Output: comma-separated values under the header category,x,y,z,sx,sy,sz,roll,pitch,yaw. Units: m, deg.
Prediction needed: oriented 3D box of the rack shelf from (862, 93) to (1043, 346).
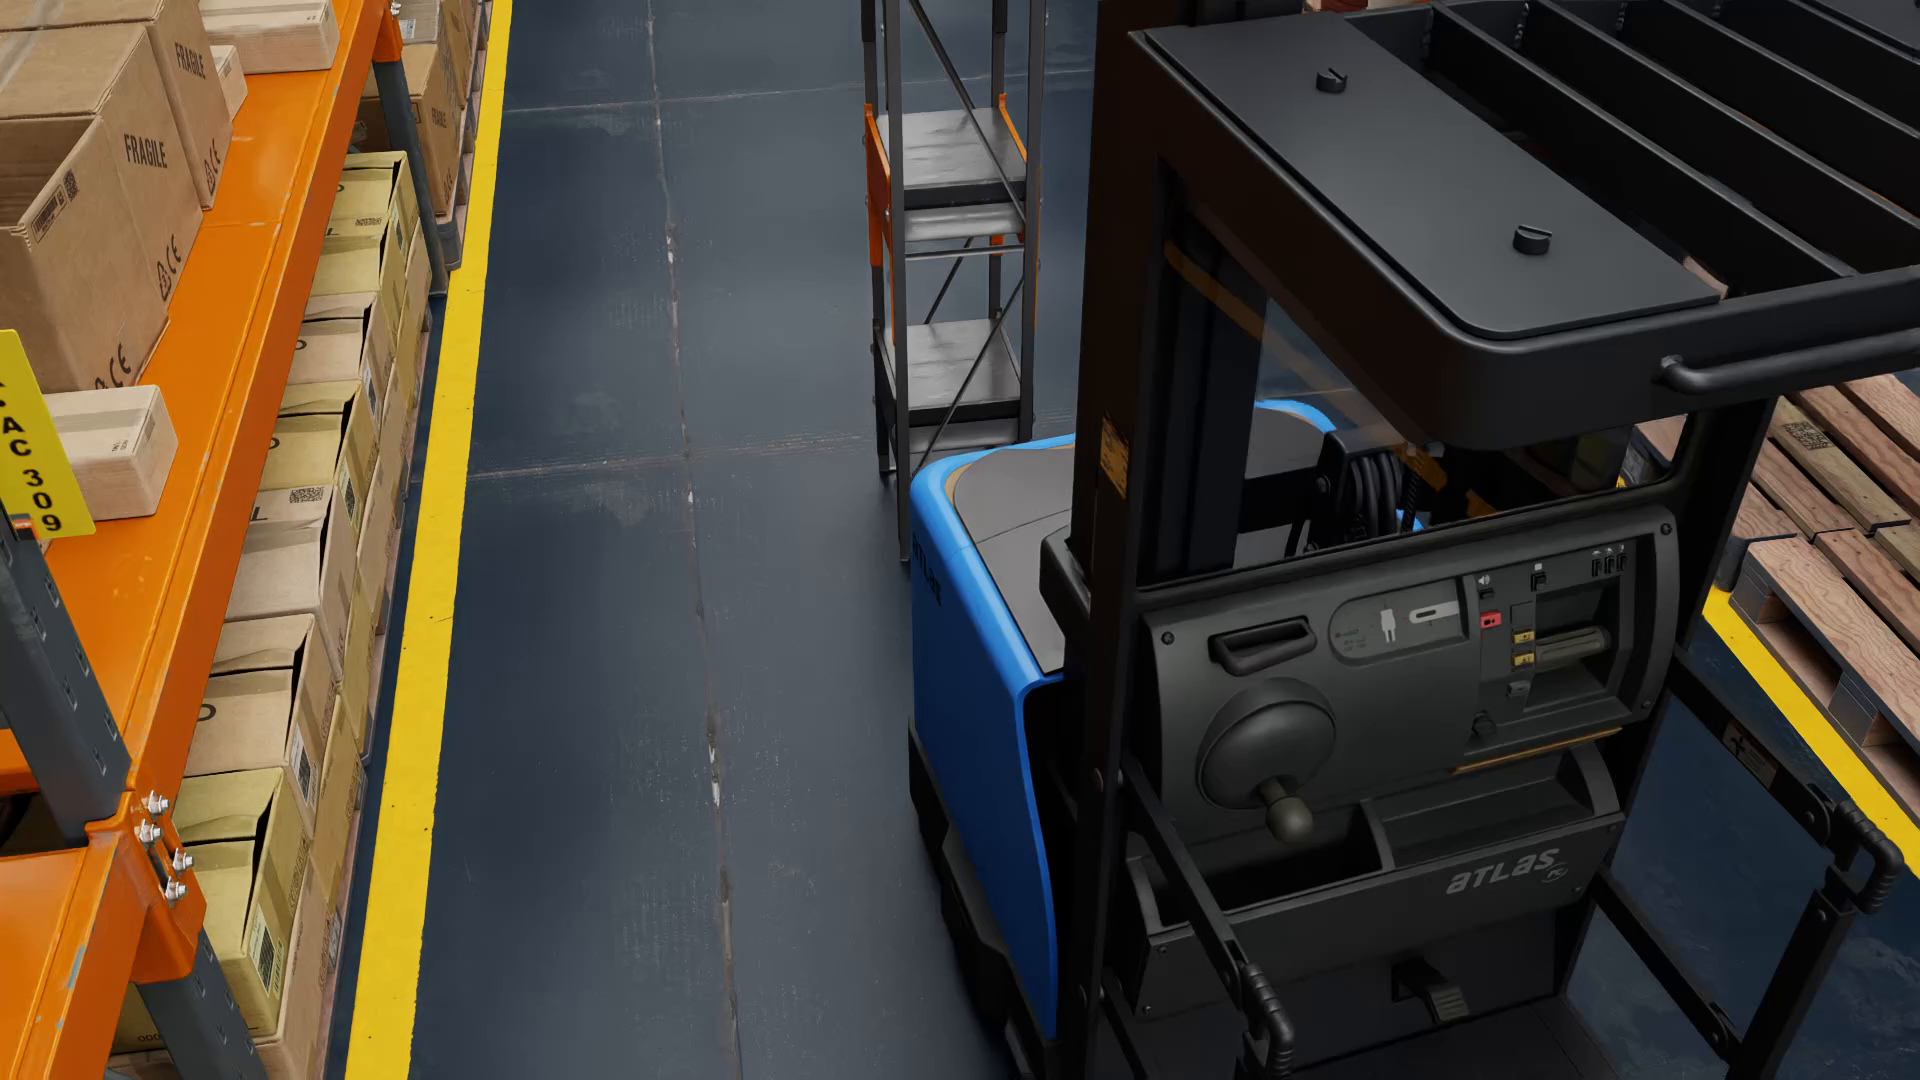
category,x,y,z,sx,sy,sz,roll,pitch,yaw
rack shelf,-0.029,-0.918,4.743,0.431,0.518,0.480,-6,38,-8

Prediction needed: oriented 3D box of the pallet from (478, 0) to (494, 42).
category,x,y,z,sx,sy,sz,roll,pitch,yaw
pallet,-3.019,-2.943,8.866,1.003,0.211,1.213,-6,38,-8

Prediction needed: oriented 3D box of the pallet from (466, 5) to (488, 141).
category,x,y,z,sx,sy,sz,roll,pitch,yaw
pallet,-2.802,-2.205,7.916,1.003,0.211,1.213,-6,38,-8

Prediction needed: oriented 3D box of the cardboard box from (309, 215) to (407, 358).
category,x,y,z,sx,sy,sz,roll,pitch,yaw
cardboard box,-2.066,-0.814,5.294,0.500,0.311,0.500,-7,38,-9

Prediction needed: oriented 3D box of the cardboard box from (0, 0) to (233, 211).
category,x,y,z,sx,sy,sz,roll,pitch,yaw
cardboard box,-2.187,-1.143,4.195,0.500,0.500,0.500,-8,39,-10

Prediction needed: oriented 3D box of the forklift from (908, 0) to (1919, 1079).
category,x,y,z,sx,sy,sz,roll,pitch,yaw
forklift,0.806,0.286,2.493,1.130,2.935,3.031,-11,39,-14

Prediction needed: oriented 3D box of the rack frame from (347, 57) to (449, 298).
category,x,y,z,sx,sy,sz,roll,pitch,yaw
rack frame,-2.498,-2.115,5.528,1.000,3.000,0.127,-6,38,-8

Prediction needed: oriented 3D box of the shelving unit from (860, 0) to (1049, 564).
category,x,y,z,sx,sy,sz,roll,pitch,yaw
shelving unit,-0.029,-0.929,4.735,0.431,2.100,0.503,-6,38,-8

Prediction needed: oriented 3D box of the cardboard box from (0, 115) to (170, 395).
category,x,y,z,sx,sy,sz,roll,pitch,yaw
cardboard box,-2.007,-0.523,3.396,0.500,0.500,0.500,-4,38,-5

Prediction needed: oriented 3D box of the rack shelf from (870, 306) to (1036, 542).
category,x,y,z,sx,sy,sz,roll,pitch,yaw
rack shelf,-0.029,-0.366,5.172,0.431,0.518,0.480,-6,38,-8

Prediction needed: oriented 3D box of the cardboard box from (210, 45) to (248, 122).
category,x,y,z,sx,sy,sz,roll,pitch,yaw
cardboard box,-2.219,-1.252,4.621,0.380,0.149,0.250,-4,38,-5

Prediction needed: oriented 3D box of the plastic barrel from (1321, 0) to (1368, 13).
category,x,y,z,sx,sy,sz,roll,pitch,yaw
plastic barrel,2.079,-2.835,8.078,0.600,0.588,0.708,-6,38,-8

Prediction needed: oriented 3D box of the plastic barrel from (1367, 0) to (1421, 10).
category,x,y,z,sx,sy,sz,roll,pitch,yaw
plastic barrel,2.090,-2.454,7.650,0.421,0.512,0.421,0,38,0

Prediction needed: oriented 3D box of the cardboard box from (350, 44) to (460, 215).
category,x,y,z,sx,sy,sz,roll,pitch,yaw
cardboard box,-2.296,-1.608,6.553,0.500,0.500,0.500,-5,38,-6

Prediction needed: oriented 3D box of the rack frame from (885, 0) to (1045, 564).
category,x,y,z,sx,sy,sz,roll,pitch,yaw
rack frame,0.014,-0.782,4.545,0.400,2.100,0.015,-6,38,-8

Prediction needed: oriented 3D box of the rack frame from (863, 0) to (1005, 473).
category,x,y,z,sx,sy,sz,roll,pitch,yaw
rack frame,-0.072,-1.077,4.924,0.400,2.100,0.015,-6,38,-8

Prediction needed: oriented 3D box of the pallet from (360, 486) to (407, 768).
category,x,y,z,sx,sy,sz,roll,pitch,yaw
pallet,-2.181,0.222,4.792,1.003,0.211,1.213,-6,38,-8

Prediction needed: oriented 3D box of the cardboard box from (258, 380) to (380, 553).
category,x,y,z,sx,sy,sz,roll,pitch,yaw
cardboard box,-1.894,-0.206,4.512,0.500,0.311,0.500,-5,38,-7

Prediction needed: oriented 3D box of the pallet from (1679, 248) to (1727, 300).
category,x,y,z,sx,sy,sz,roll,pitch,yaw
pallet,2.477,-1.073,6.459,1.003,0.211,1.213,-6,38,-8

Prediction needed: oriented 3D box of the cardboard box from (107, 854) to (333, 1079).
category,x,y,z,sx,sy,sz,roll,pitch,yaw
cardboard box,-1.623,0.950,3.481,0.500,0.250,0.500,-7,38,-9

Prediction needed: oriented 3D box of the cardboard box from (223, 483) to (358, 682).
category,x,y,z,sx,sy,sz,roll,pitch,yaw
cardboard box,-1.798,0.107,4.109,0.500,0.311,0.500,-7,38,-9

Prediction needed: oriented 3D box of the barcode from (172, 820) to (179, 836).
category,x,y,z,sx,sy,sz,roll,pitch,yaw
barcode,-1.431,0.536,3.012,0.001,0.075,0.075,-6,38,-8

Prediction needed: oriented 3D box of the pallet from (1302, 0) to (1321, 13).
category,x,y,z,sx,sy,sz,roll,pitch,yaw
pallet,1.990,-2.752,8.620,1.003,0.211,1.213,-6,38,-8

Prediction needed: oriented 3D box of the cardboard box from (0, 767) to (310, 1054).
category,x,y,z,sx,sy,sz,roll,pitch,yaw
cardboard box,-1.623,0.723,3.317,0.500,0.311,0.500,-6,38,-8

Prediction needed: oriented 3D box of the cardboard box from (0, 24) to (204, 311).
category,x,y,z,sx,sy,sz,roll,pitch,yaw
cardboard box,-2.095,-0.825,3.786,0.500,0.500,0.500,-6,38,-8

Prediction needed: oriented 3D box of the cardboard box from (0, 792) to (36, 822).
category,x,y,z,sx,sy,sz,roll,pitch,yaw
cardboard box,-2.247,0.472,3.640,0.500,0.311,0.500,-5,38,-7

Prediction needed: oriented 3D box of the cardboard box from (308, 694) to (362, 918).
category,x,y,z,sx,sy,sz,roll,pitch,yaw
cardboard box,-1.711,0.641,3.878,0.500,0.250,0.500,-5,38,-7

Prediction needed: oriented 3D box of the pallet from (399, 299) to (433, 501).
category,x,y,z,sx,sy,sz,roll,pitch,yaw
pallet,-2.392,-0.513,5.738,1.003,0.211,1.213,-6,38,-8

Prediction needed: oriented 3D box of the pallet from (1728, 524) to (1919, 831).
category,x,y,z,sx,sy,sz,roll,pitch,yaw
pallet,2.905,0.401,4.562,1.003,0.211,1.213,-6,38,-8

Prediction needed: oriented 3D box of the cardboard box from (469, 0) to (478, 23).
category,x,y,z,sx,sy,sz,roll,pitch,yaw
cardboard box,-2.664,-2.848,8.150,0.500,0.500,0.500,-6,38,-7

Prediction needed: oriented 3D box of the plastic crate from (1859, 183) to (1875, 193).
category,x,y,z,sx,sy,sz,roll,pitch,yaw
plastic crate,2.498,-1.168,4.481,0.450,0.188,0.662,-6,38,-8

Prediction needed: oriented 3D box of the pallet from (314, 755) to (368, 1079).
category,x,y,z,sx,sy,sz,roll,pitch,yaw
pallet,-1.964,0.961,3.841,1.003,0.211,1.213,-6,38,-8

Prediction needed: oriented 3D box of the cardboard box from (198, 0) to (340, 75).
category,x,y,z,sx,sy,sz,roll,pitch,yaw
cardboard box,-2.068,-1.503,4.944,0.380,0.149,0.250,-6,38,-8

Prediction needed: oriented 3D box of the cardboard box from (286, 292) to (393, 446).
category,x,y,z,sx,sy,sz,roll,pitch,yaw
cardboard box,-1.980,-0.509,4.902,0.500,0.311,0.500,-6,38,-8

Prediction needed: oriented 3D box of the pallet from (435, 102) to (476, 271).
category,x,y,z,sx,sy,sz,roll,pitch,yaw
pallet,-2.591,-1.469,6.969,1.003,0.211,1.213,-6,38,-8

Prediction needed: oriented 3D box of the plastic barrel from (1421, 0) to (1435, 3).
category,x,y,z,sx,sy,sz,roll,pitch,yaw
plastic barrel,2.277,-2.248,7.126,0.600,0.830,0.708,-6,38,-8

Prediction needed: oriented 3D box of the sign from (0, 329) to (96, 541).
category,x,y,z,sx,sy,sz,roll,pitch,yaw
sign,-1.250,-0.133,2.206,0.100,0.325,0.005,-6,38,-8

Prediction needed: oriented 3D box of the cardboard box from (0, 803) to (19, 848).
category,x,y,z,sx,sy,sz,roll,pitch,yaw
cardboard box,-2.150,0.785,3.236,0.500,0.311,0.500,-6,38,-8

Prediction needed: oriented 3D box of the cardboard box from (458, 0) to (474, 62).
category,x,y,z,sx,sy,sz,roll,pitch,yaw
cardboard box,-2.573,-2.541,7.755,0.500,0.500,0.500,-7,38,-9

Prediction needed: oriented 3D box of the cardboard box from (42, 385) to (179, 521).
category,x,y,z,sx,sy,sz,roll,pitch,yaw
cardboard box,-1.750,-0.157,3.212,0.380,0.149,0.250,-6,38,-8

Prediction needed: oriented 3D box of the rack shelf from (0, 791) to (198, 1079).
category,x,y,z,sx,sy,sz,roll,pitch,yaw
rack shelf,-1.446,1.793,1.084,1.077,0.370,4.000,-6,38,-8

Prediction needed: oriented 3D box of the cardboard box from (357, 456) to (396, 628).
category,x,y,z,sx,sy,sz,roll,pitch,yaw
cardboard box,-1.893,0.021,4.676,0.500,0.250,0.500,-6,38,-7

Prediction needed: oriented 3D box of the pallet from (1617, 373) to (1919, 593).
category,x,y,z,sx,sy,sz,roll,pitch,yaw
pallet,2.688,-0.337,5.512,1.003,0.211,1.213,-6,38,-8

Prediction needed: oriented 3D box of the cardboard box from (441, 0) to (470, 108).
category,x,y,z,sx,sy,sz,roll,pitch,yaw
cardboard box,-2.476,-2.227,7.350,0.500,0.500,0.500,-7,38,-9

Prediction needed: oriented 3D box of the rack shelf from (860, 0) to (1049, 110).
category,x,y,z,sx,sy,sz,roll,pitch,yaw
rack shelf,-0.029,-1.471,4.313,0.431,0.518,0.480,-6,38,-8

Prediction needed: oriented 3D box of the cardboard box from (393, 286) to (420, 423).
category,x,y,z,sx,sy,sz,roll,pitch,yaw
cardboard box,-2.071,-0.593,5.467,0.500,0.250,0.500,-7,38,-8

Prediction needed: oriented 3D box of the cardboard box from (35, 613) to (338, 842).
category,x,y,z,sx,sy,sz,roll,pitch,yaw
cardboard box,-1.706,0.420,3.707,0.500,0.311,0.500,-7,38,-8

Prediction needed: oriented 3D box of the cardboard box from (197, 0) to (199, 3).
category,x,y,z,sx,sy,sz,roll,pitch,yaw
cardboard box,-2.531,-1.519,4.833,0.500,0.311,0.500,-7,38,-8

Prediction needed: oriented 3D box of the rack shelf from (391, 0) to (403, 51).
category,x,y,z,sx,sy,sz,roll,pitch,yaw
rack shelf,-2.848,-3.039,7.304,1.077,0.370,4.000,-6,38,-8

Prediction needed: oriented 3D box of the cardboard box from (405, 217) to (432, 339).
category,x,y,z,sx,sy,sz,roll,pitch,yaw
cardboard box,-2.165,-0.904,5.867,0.500,0.250,0.500,-5,38,-7

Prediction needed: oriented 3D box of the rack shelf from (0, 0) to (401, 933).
category,x,y,z,sx,sy,sz,roll,pitch,yaw
rack shelf,-2.147,-0.623,4.194,1.077,0.370,4.000,-6,38,-8

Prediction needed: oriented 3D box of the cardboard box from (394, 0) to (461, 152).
category,x,y,z,sx,sy,sz,roll,pitch,yaw
cardboard box,-2.393,-1.923,6.960,0.500,0.500,0.500,-8,38,-10

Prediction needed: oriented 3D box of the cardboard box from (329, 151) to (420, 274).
category,x,y,z,sx,sy,sz,roll,pitch,yaw
cardboard box,-2.163,-1.127,5.698,0.500,0.311,0.500,-5,38,-7

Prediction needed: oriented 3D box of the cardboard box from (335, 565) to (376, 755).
category,x,y,z,sx,sy,sz,roll,pitch,yaw
cardboard box,-1.805,0.329,4.281,0.500,0.250,0.500,-7,38,-9

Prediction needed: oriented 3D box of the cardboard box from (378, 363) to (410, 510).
category,x,y,z,sx,sy,sz,roll,pitch,yaw
cardboard box,-1.986,-0.289,5.076,0.500,0.250,0.500,-5,38,-7

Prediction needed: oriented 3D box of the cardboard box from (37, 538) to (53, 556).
category,x,y,z,sx,sy,sz,roll,pitch,yaw
cardboard box,-1.926,0.067,2.841,0.500,0.250,0.500,-4,38,-5
